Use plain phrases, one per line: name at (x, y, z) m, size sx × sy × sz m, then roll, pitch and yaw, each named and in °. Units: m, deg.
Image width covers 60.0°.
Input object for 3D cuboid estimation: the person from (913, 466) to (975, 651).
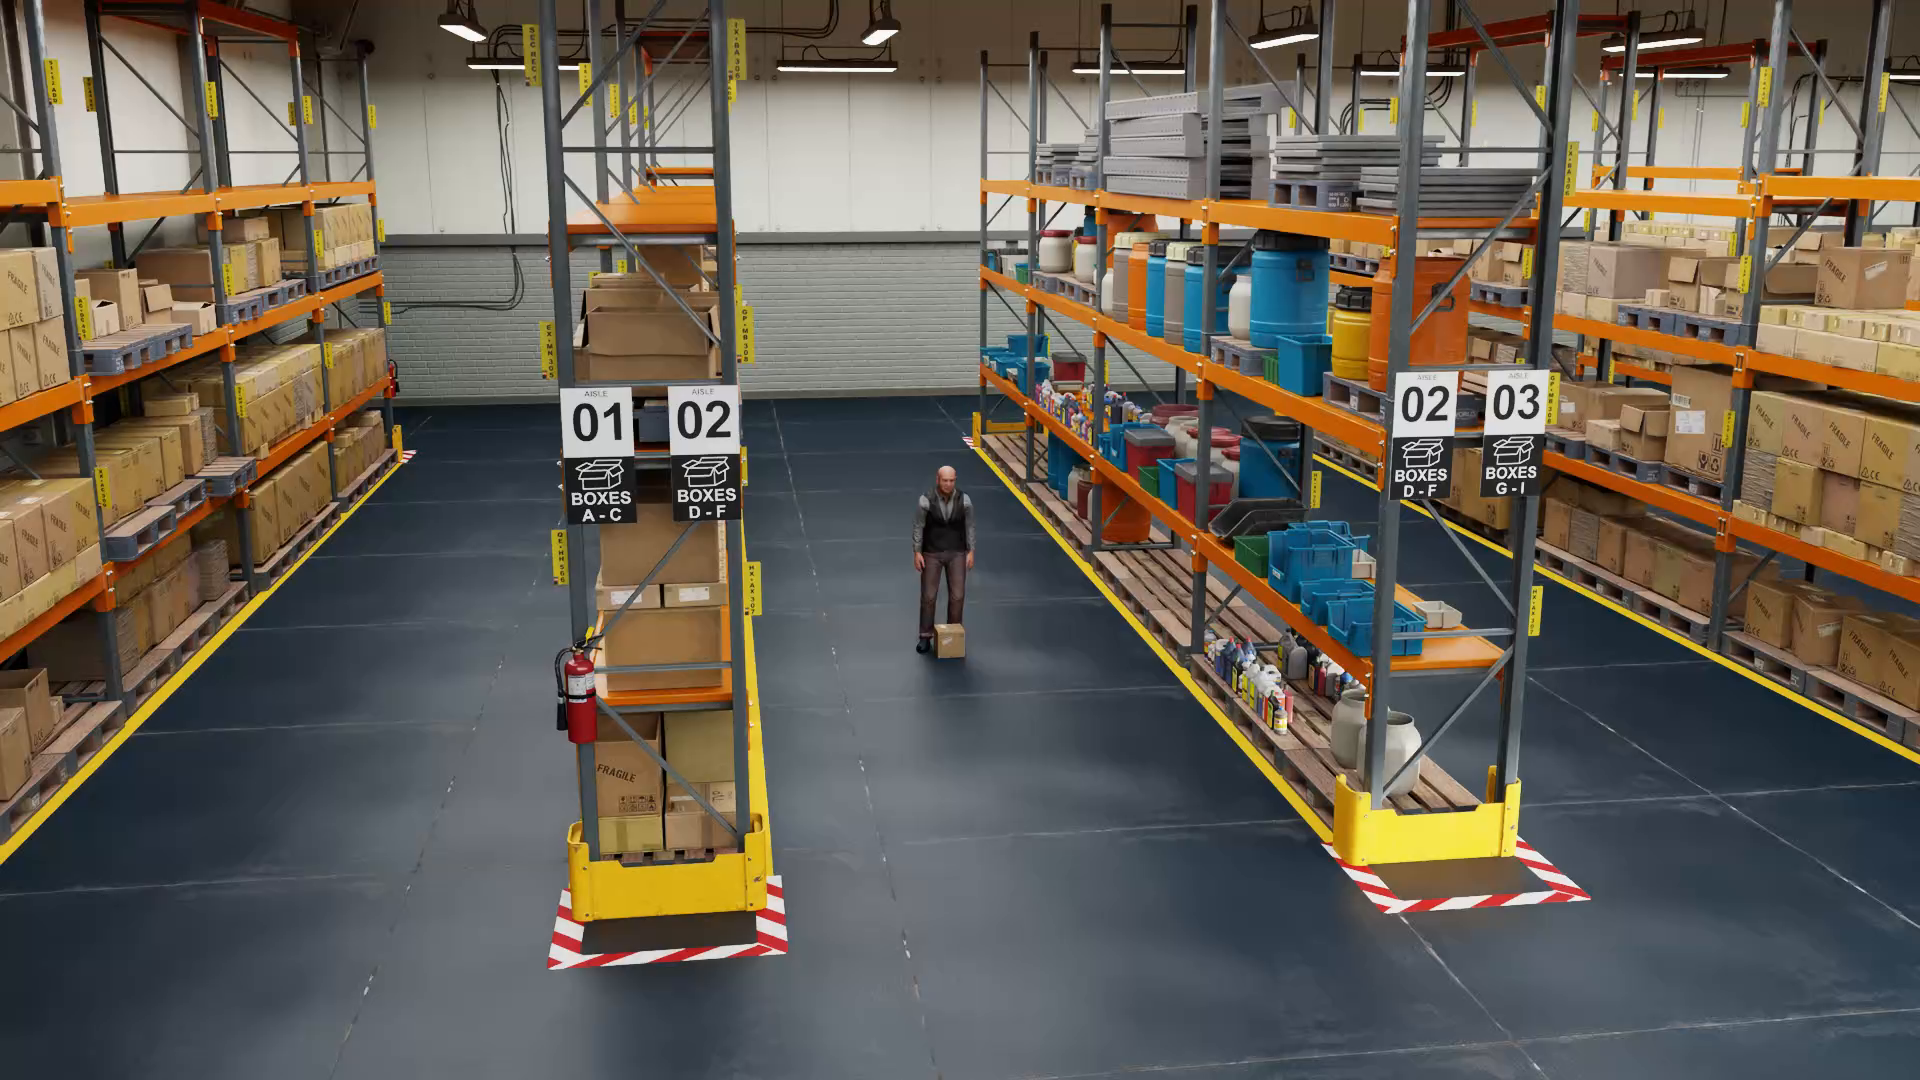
person at (-0.146, 0.154, 15.372) m, size 0.581 × 1.721 × 0.461 m, roll -2°, pitch 13°, yaw -9°
